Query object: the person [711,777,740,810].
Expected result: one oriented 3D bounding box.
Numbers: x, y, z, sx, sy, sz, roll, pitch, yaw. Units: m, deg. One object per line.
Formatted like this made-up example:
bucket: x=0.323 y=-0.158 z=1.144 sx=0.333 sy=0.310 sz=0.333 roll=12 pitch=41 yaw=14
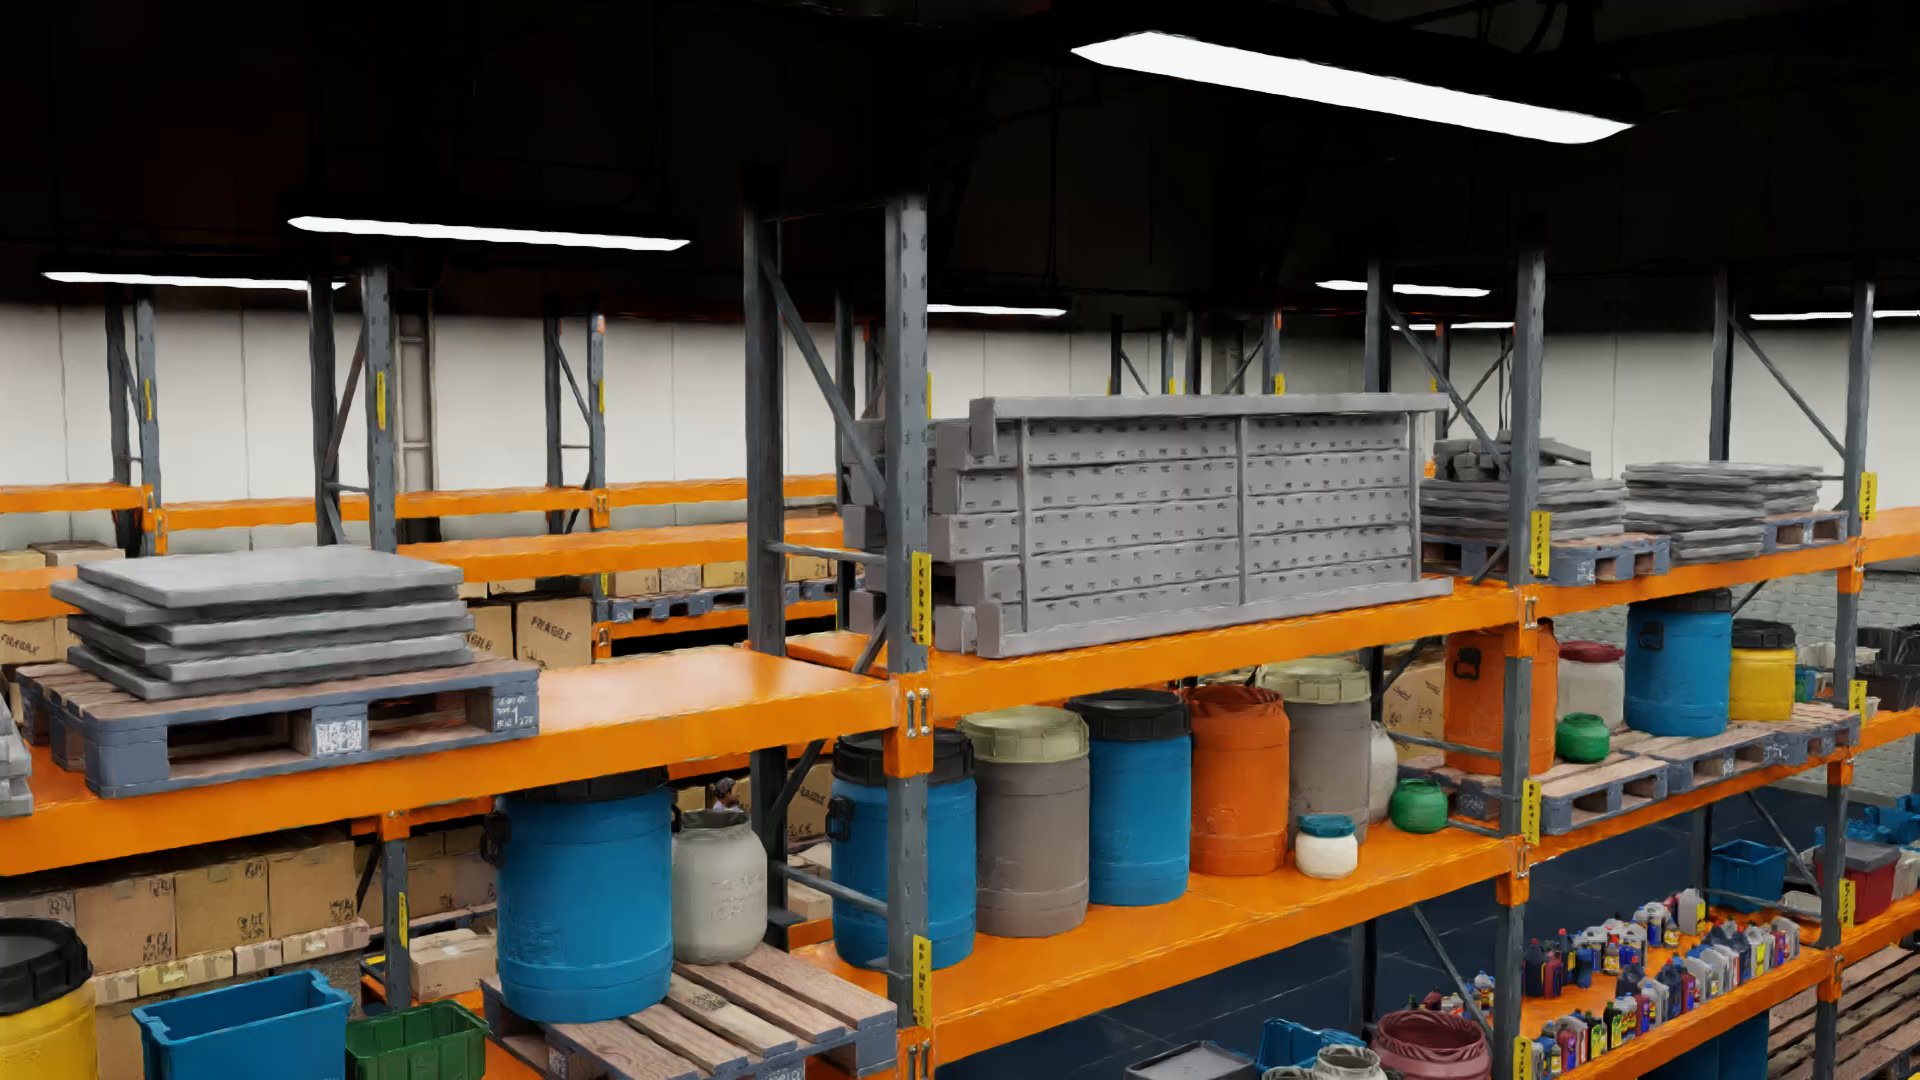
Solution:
person: x=-2.033 y=2.927 z=14.753 sx=0.432 sy=1.636 sz=0.527 roll=2 pitch=6 yaw=22
